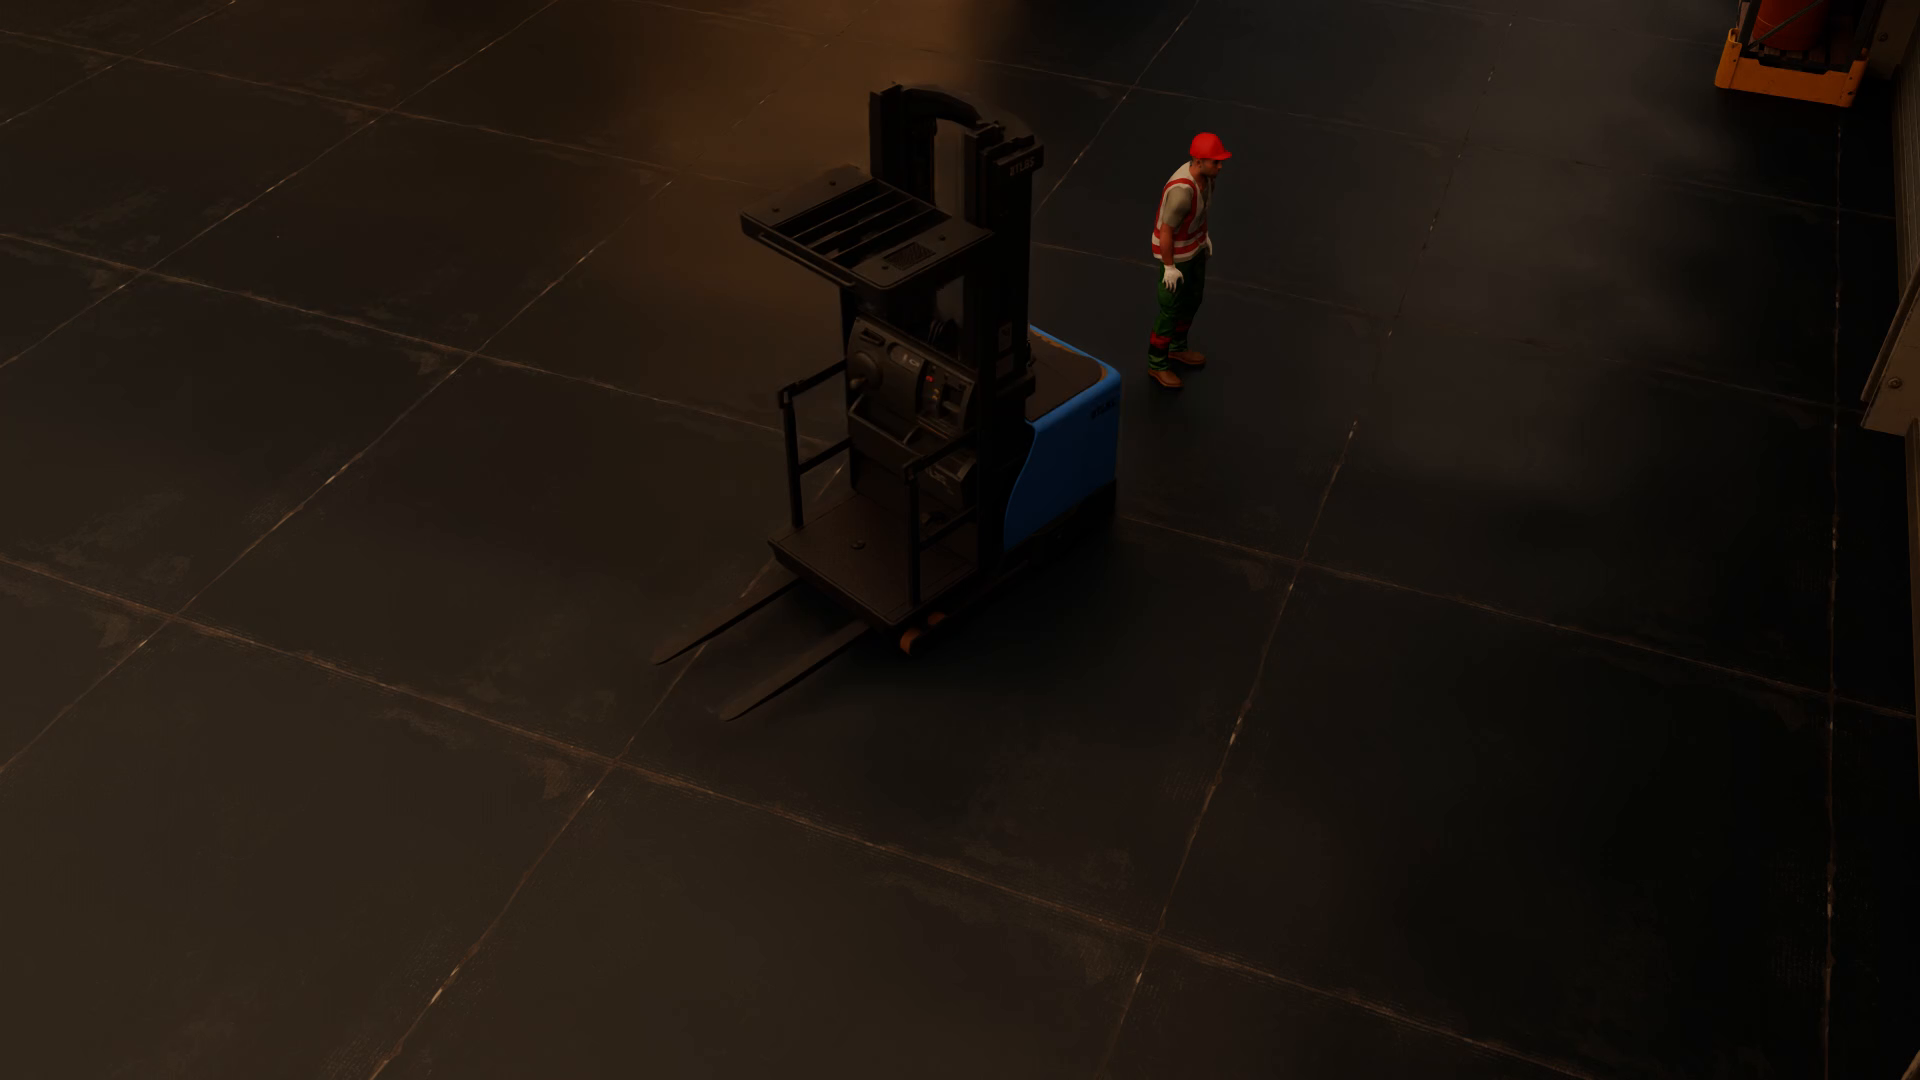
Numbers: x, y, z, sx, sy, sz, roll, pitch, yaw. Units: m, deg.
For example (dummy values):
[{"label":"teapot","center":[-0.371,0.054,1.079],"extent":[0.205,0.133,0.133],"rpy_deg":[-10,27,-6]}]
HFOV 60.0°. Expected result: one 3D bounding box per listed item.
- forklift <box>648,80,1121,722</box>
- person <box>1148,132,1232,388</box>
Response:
[{"label":"forklift","center":[-0.422,-0.836,9.005],"extent":[1.130,2.935,3.031],"rpy_deg":[32,50,32]},{"label":"person","center":[1.528,-1.918,11.198],"extent":[0.450,1.779,0.619],"rpy_deg":[23,45,25]}]
